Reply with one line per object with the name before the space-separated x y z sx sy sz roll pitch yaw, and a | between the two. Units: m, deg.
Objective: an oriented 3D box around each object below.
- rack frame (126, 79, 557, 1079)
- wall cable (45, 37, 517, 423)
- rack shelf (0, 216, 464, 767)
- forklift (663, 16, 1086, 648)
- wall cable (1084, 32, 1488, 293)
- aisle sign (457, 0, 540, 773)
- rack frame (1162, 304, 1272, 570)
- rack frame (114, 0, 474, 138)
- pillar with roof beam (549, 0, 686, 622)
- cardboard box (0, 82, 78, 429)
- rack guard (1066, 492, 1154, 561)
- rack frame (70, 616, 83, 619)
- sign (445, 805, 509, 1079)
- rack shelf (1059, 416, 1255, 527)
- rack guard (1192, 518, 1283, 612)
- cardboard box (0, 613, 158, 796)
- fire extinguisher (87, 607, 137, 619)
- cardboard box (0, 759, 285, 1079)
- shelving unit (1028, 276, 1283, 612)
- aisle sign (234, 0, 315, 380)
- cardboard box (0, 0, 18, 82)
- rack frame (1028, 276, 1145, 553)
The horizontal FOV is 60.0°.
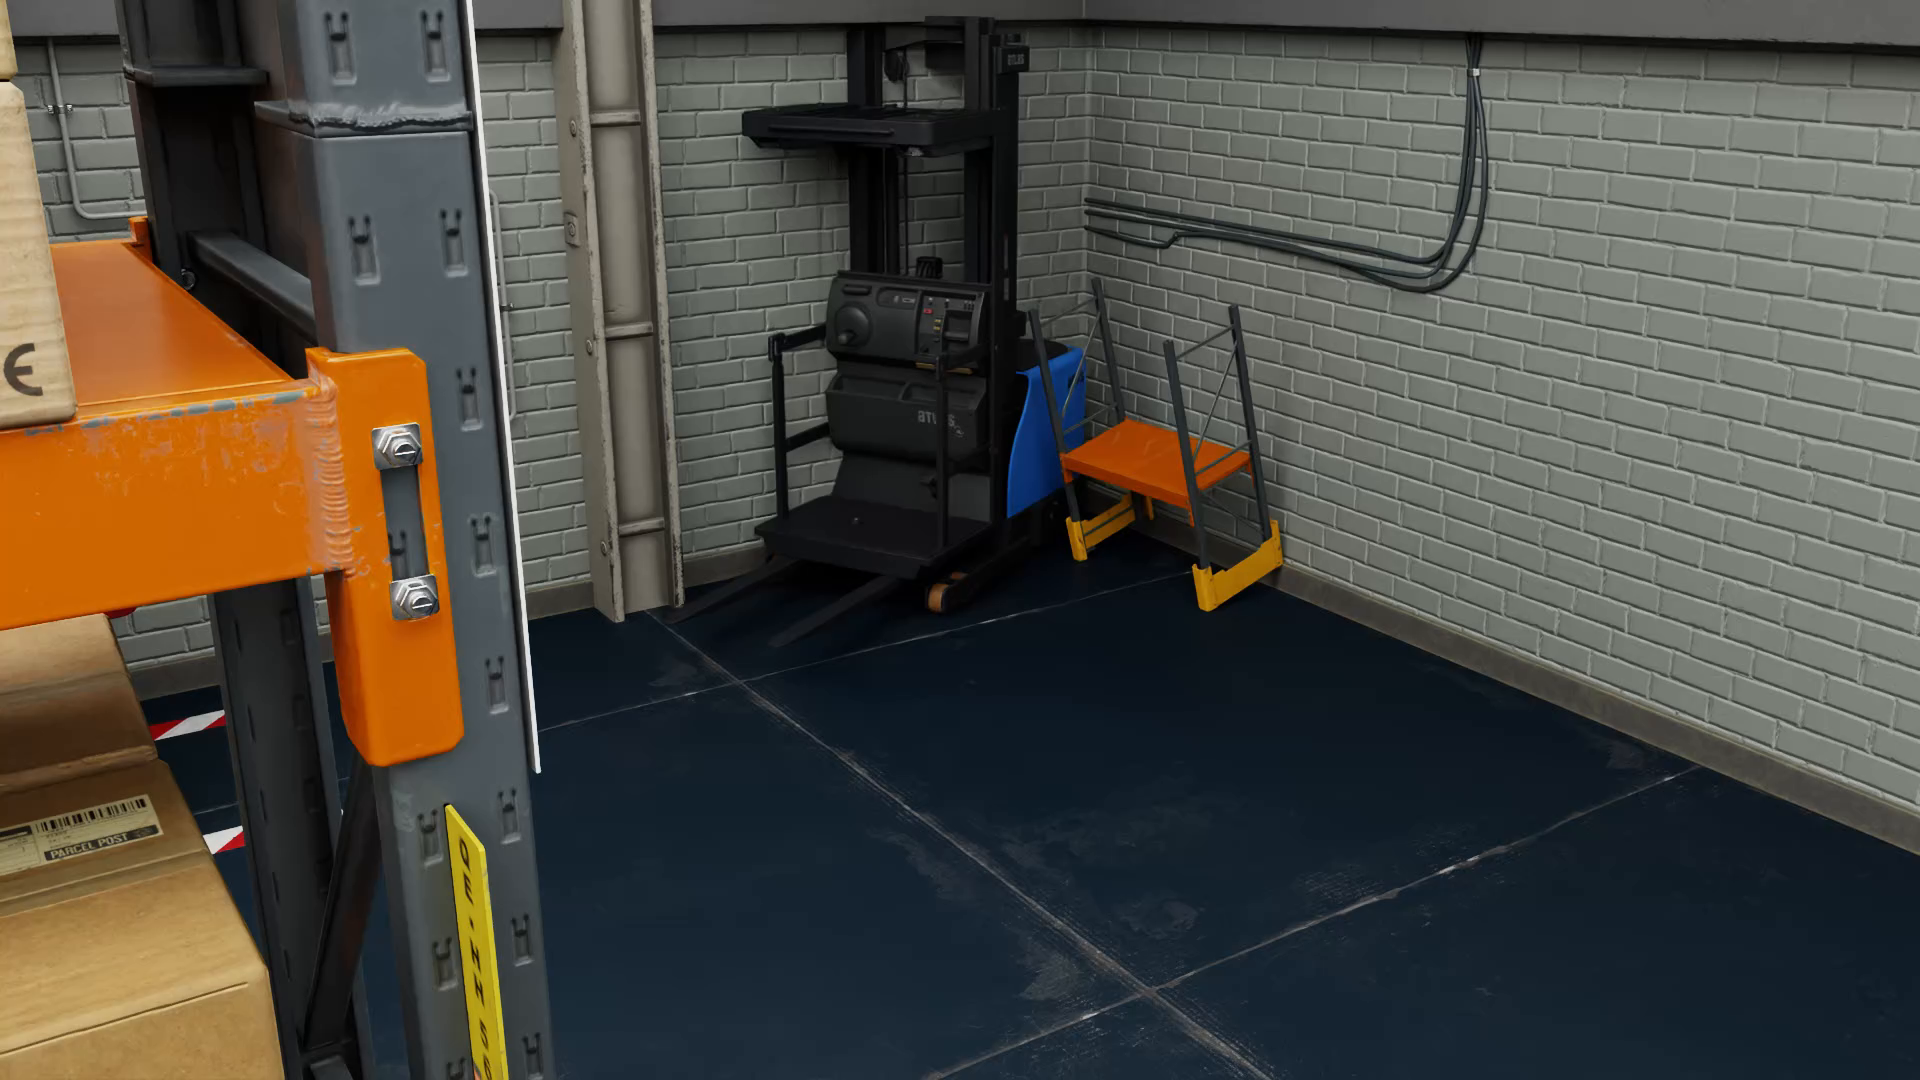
rack frame | -0.734 0.957 2.231 0.127 3.000 1.000 -12 22 -31
wall cable | -2.912 -1.327 7.401 1.851 1.984 0.084 -12 22 -31
rack shelf | -2.404 0.229 0.823 4.000 0.370 1.077 -12 22 -31
forklift | -0.394 -1.165 8.613 1.130 2.935 3.031 10 21 27
wall cable | 1.459 -2.639 8.348 0.112 2.526 3.097 -12 22 -31
aisle sign | -0.508 -0.205 1.607 0.004 0.787 0.394 -12 22 -31
rack frame | 1.332 -0.410 8.449 0.500 1.500 0.032 -30 31 -28
rack frame | -0.734 -1.885 1.270 0.127 3.000 1.000 -12 22 -31
pillar with roof beam | 0.686 -2.765 3.872 0.400 9.000 9.100 -12 22 -31
cardboard box | -1.018 -0.232 1.298 0.500 0.250 0.500 -12 22 -31
rack guard | 0.860 -0.123 9.487 0.587 0.250 0.087 -30 31 -28
rack frame | -3.461 -0.367 6.148 0.127 3.000 1.000 -12 22 -31
sign | -0.445 0.411 1.545 0.005 0.325 0.100 -12 22 -31
rack shelf | 1.062 -0.383 8.914 0.538 0.185 1.000 -30 31 -28
rack guard | 1.464 0.129 8.737 0.587 0.250 0.087 -30 31 -28
cardboard box | -1.249 0.444 2.032 0.500 0.500 0.500 -11 22 -30
fire extinguisher | -3.081 -0.057 5.933 0.183 0.674 0.296 -12 22 -31
cardboard box | -0.954 0.588 1.605 0.500 0.500 0.500 -12 22 -32
shelving unit | 1.029 -0.536 8.825 0.587 1.500 1.083 -30 31 -28
aisle sign | -0.838 -0.365 2.082 0.004 0.787 0.394 -12 22 -31
cardboard box | -1.022 -0.471 1.225 0.500 0.250 0.500 -12 22 -31
rack frame | 0.715 -0.666 9.215 0.500 1.500 0.032 -30 31 -28
